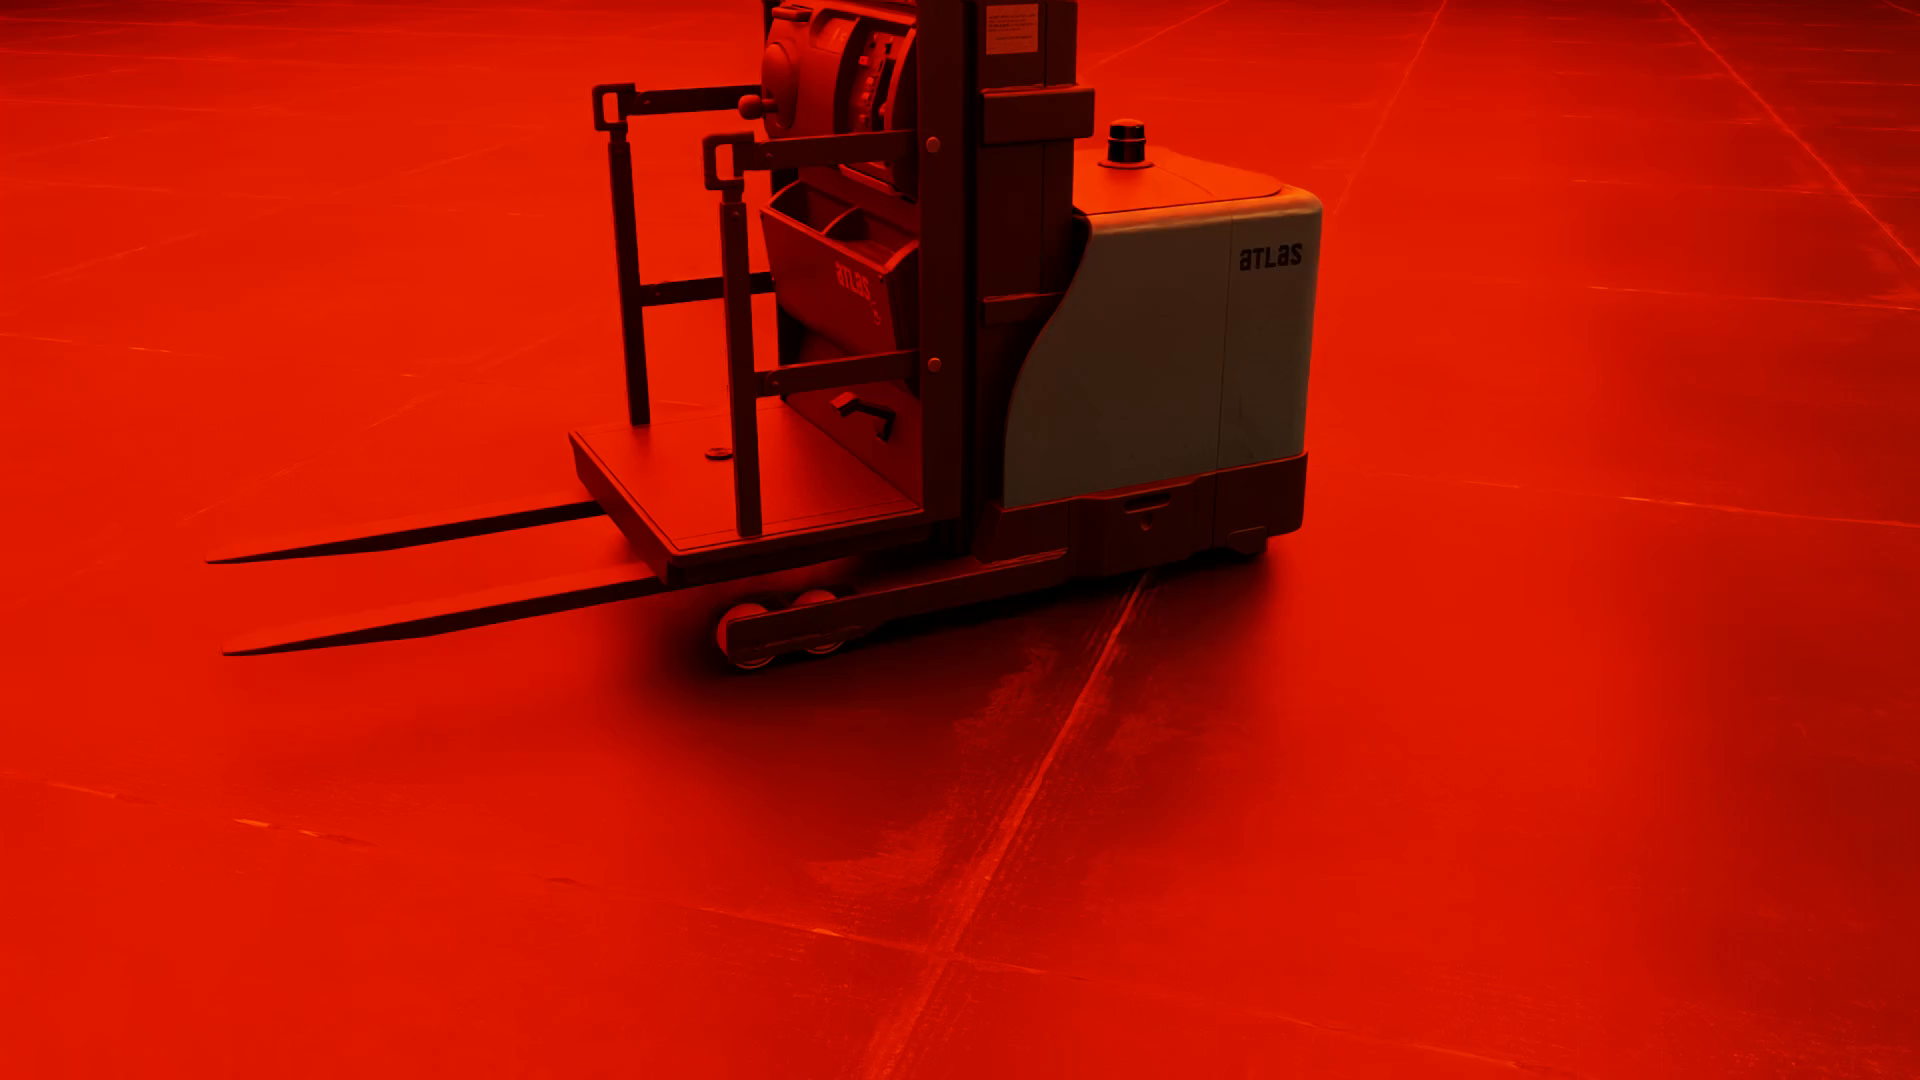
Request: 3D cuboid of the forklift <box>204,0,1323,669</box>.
[{"bbox_3d":[-0.513,-1.251,4.309,3.031,2.935,1.130,-11,25,-24],"label":"forklift"}]
